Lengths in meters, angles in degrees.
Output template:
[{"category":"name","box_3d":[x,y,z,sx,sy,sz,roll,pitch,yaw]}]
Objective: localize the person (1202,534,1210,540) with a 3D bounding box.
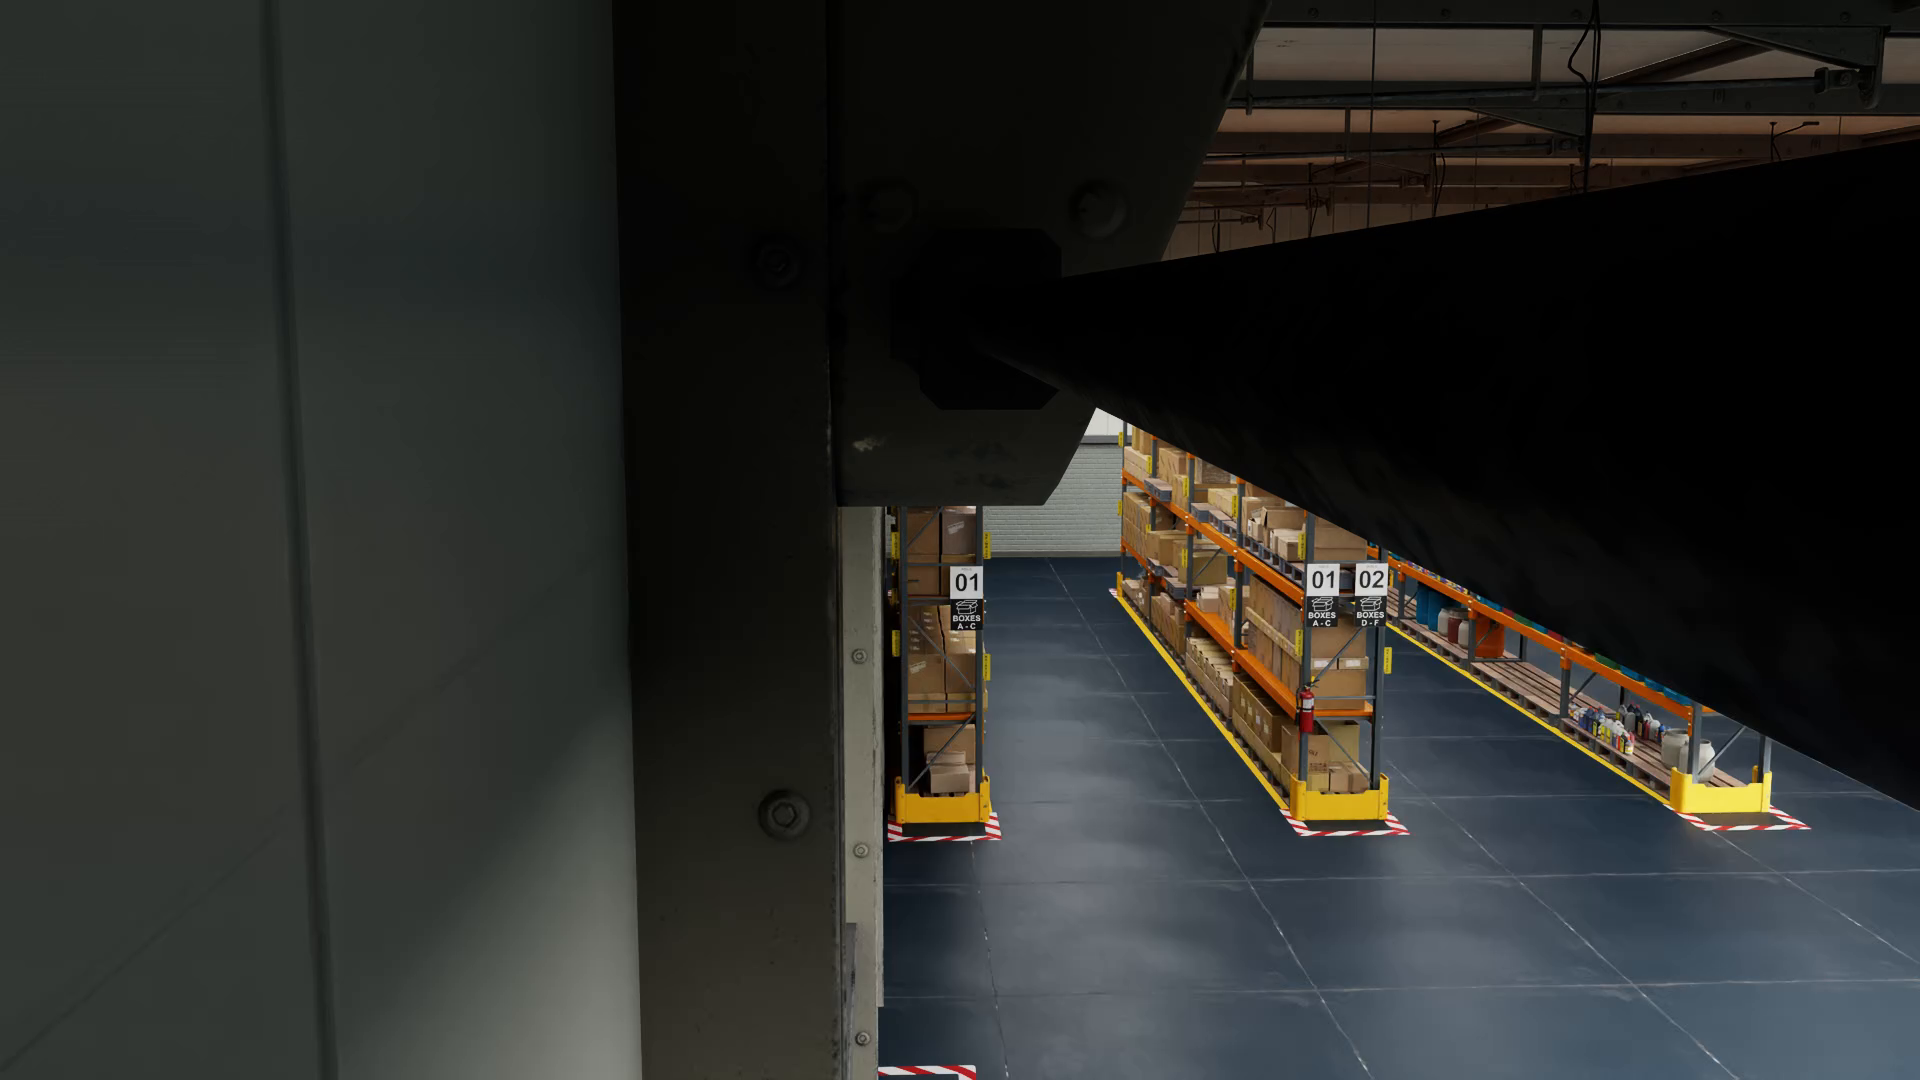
[{"category":"person","box_3d":[5.366,0.209,37.304,0.518,1.763,0.672,-7,11,-41]}]
